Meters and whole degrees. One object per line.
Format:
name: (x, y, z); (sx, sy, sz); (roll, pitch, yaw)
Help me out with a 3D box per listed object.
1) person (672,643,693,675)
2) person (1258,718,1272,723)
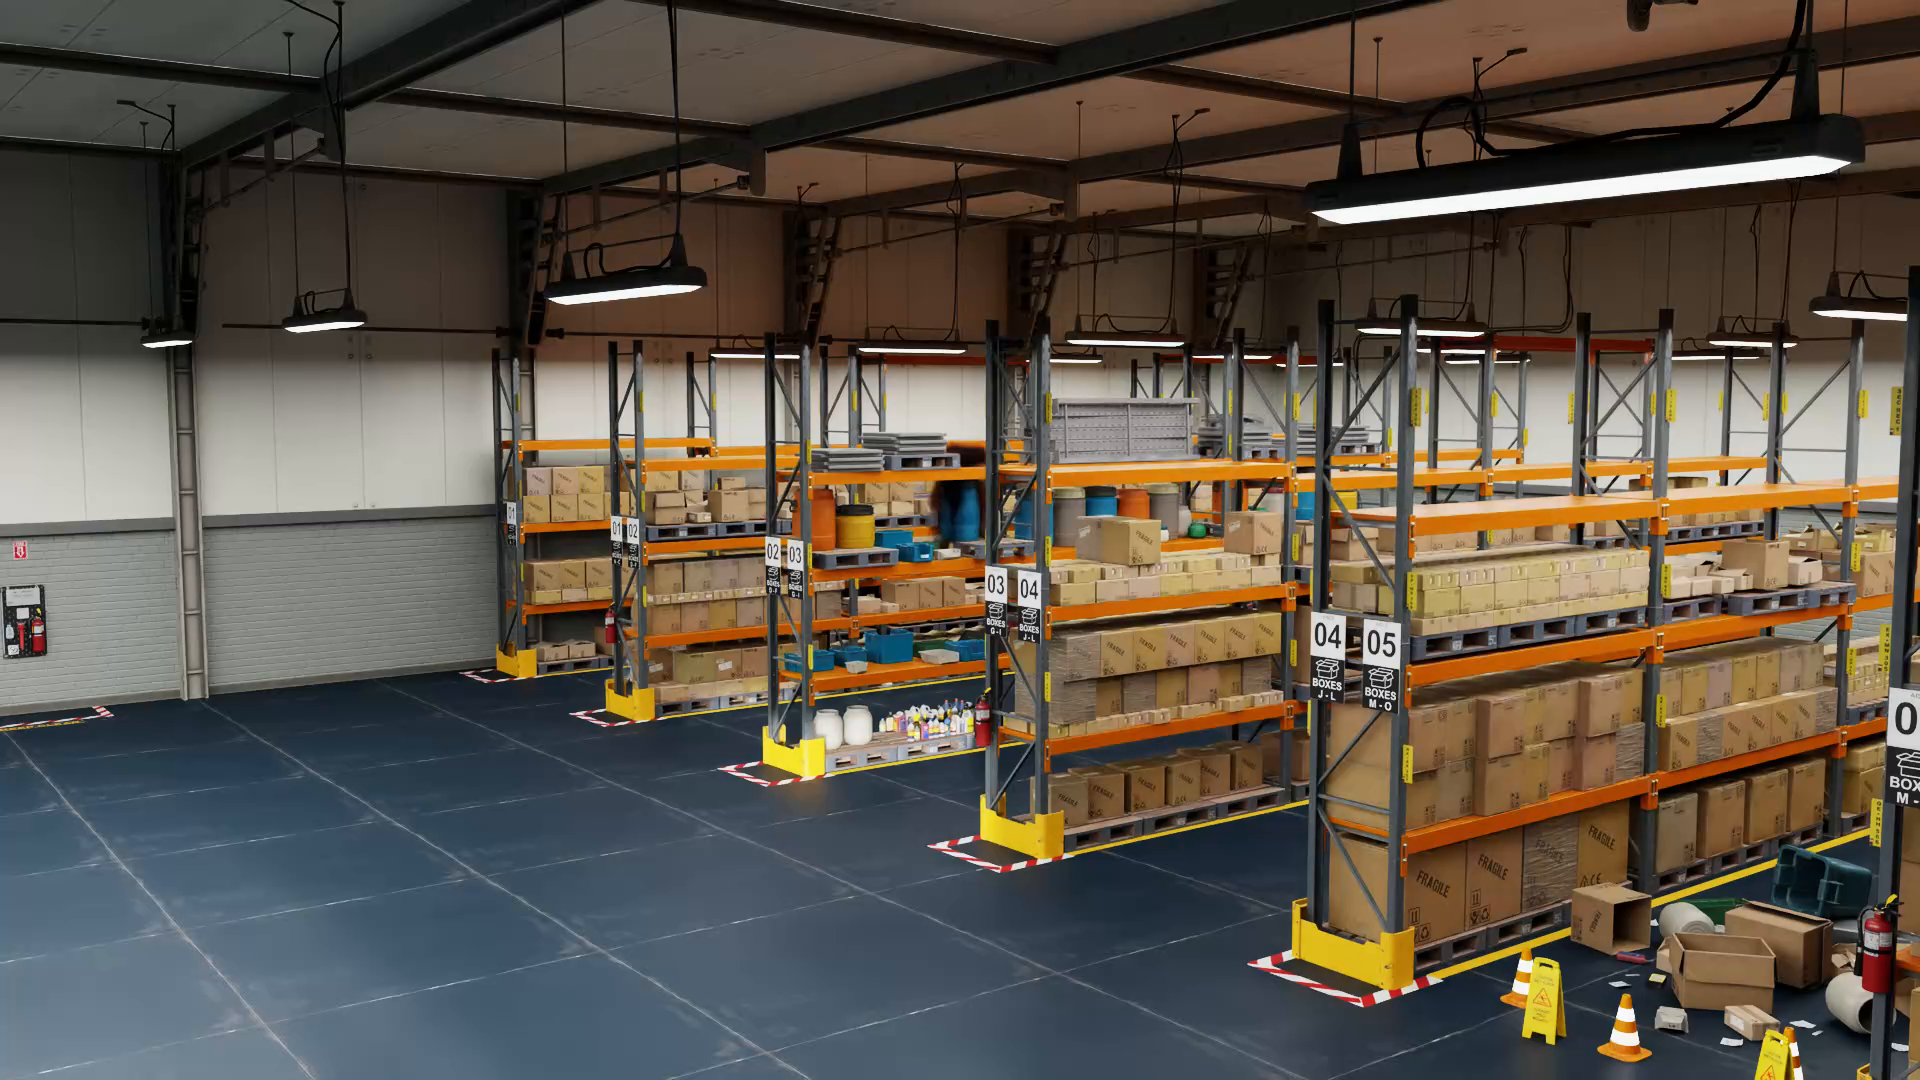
person: (-5.075, 1.678, 30.147); (0.444, 1.677, 0.475); (0, 5, -4)
person: (5.005, 2.061, 26.276); (0.940, 1.605, 0.583); (-3, 6, -33)
